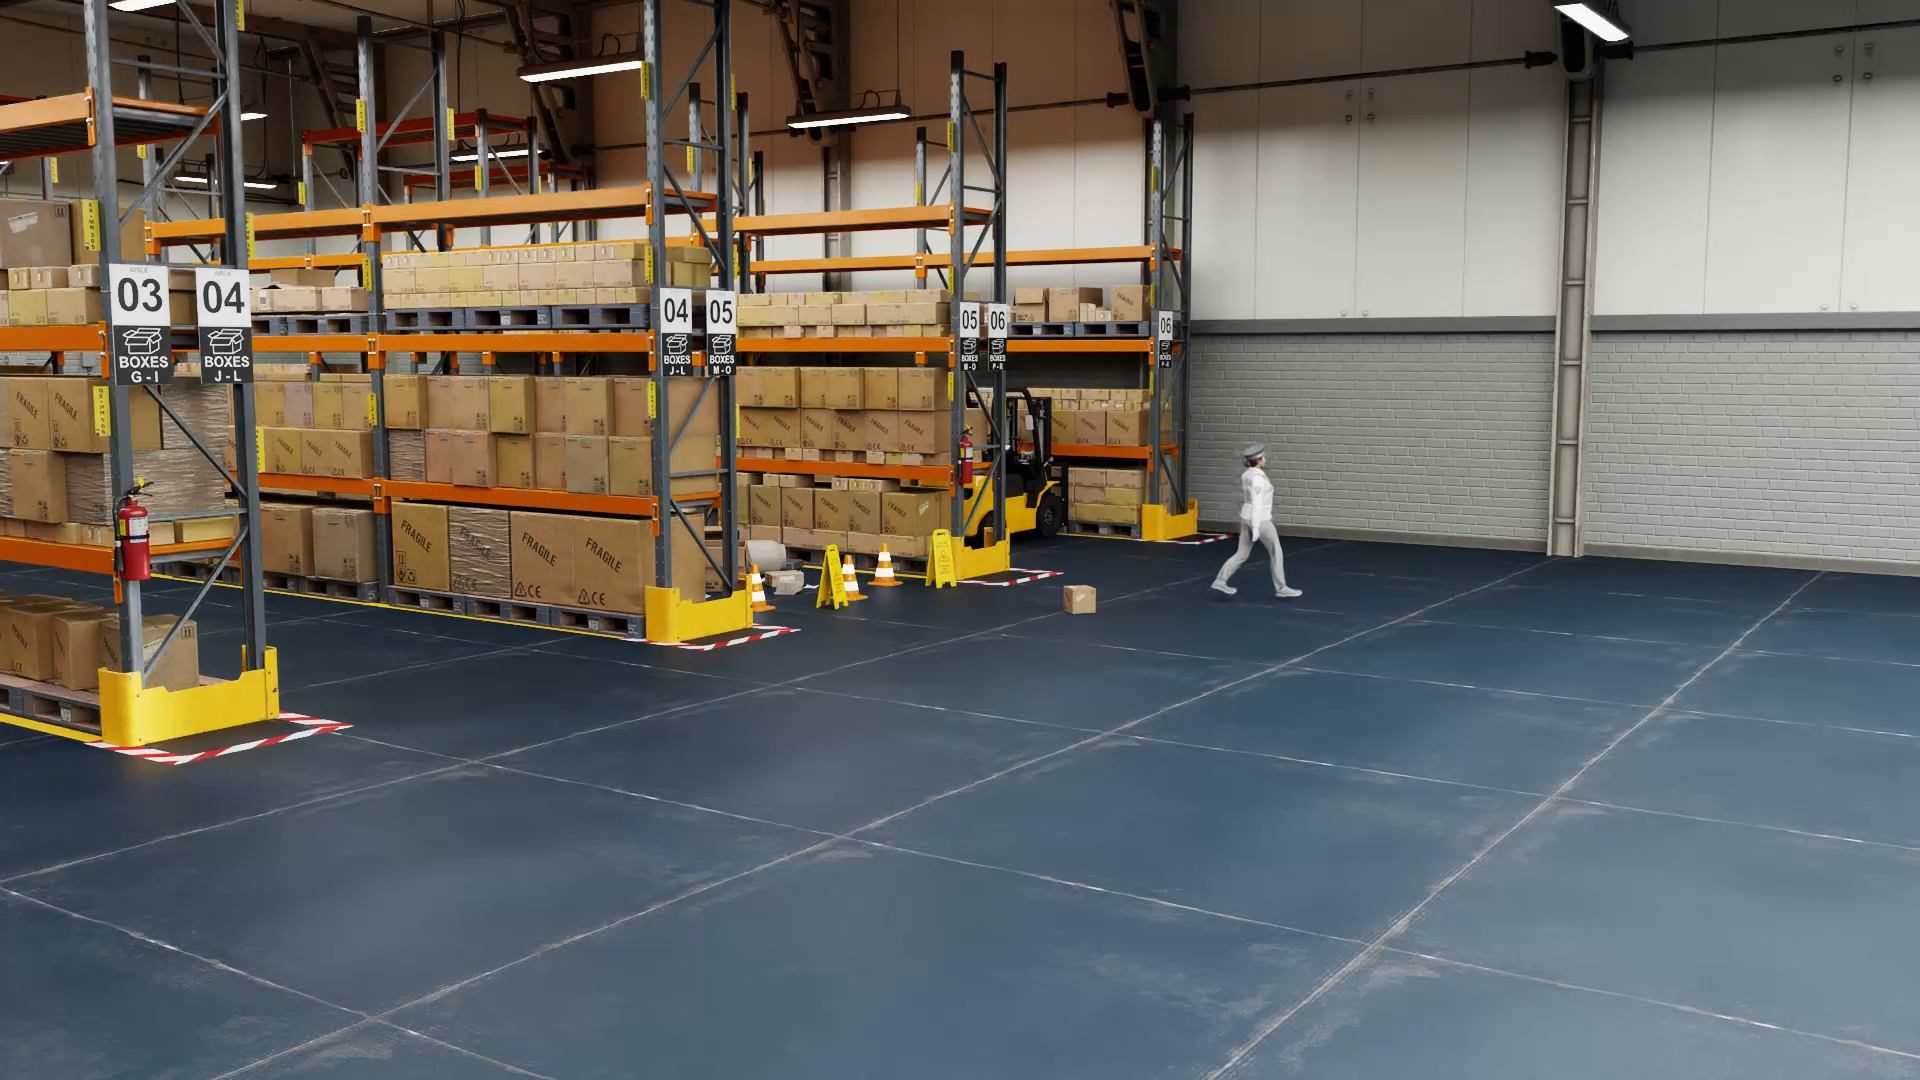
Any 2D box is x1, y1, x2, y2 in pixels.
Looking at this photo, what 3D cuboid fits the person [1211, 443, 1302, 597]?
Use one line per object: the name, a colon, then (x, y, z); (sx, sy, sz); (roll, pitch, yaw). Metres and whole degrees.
person: (3.166, -0.210, 17.697); (0.969, 1.640, 0.502); (-2, 7, -15)
